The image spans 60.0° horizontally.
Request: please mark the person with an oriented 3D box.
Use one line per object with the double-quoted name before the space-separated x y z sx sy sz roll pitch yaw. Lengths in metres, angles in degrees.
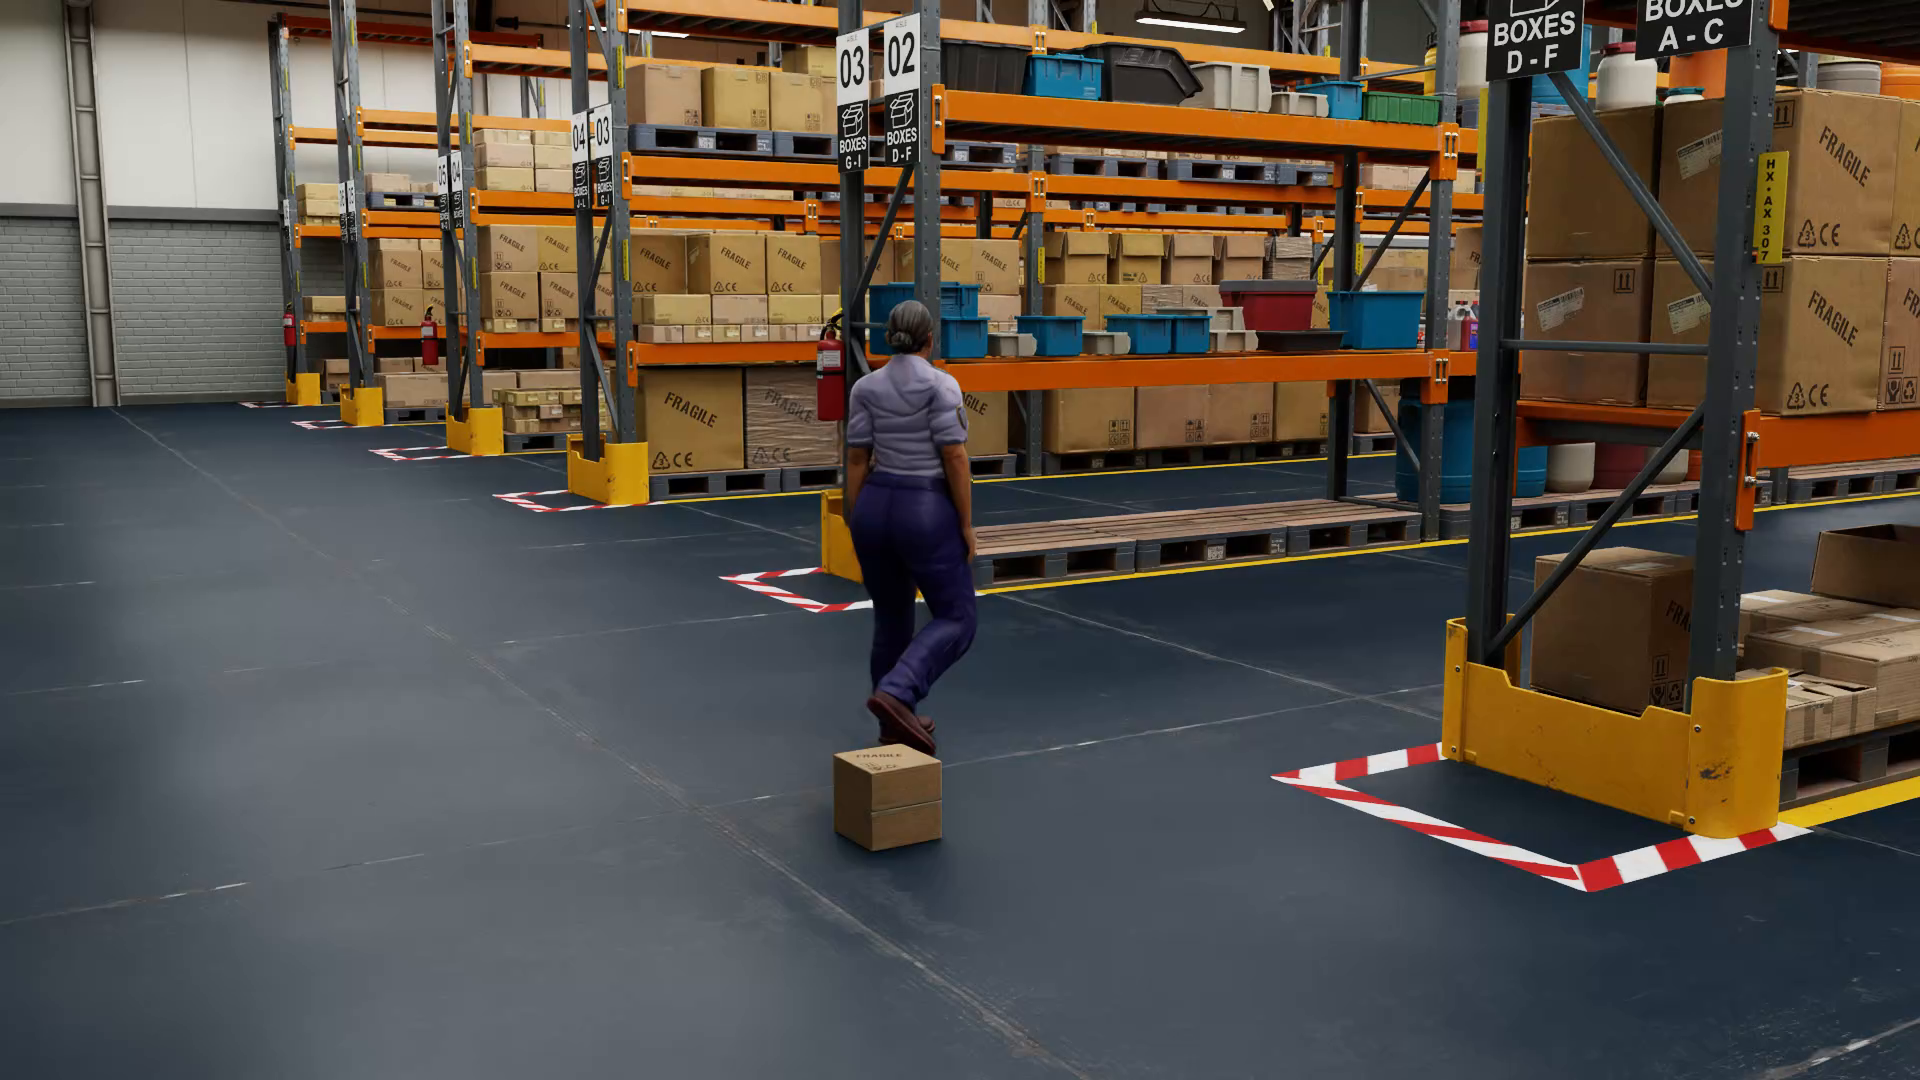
"person" -0.209 -0.033 5.972 0.522 1.636 0.679 5 10 30
